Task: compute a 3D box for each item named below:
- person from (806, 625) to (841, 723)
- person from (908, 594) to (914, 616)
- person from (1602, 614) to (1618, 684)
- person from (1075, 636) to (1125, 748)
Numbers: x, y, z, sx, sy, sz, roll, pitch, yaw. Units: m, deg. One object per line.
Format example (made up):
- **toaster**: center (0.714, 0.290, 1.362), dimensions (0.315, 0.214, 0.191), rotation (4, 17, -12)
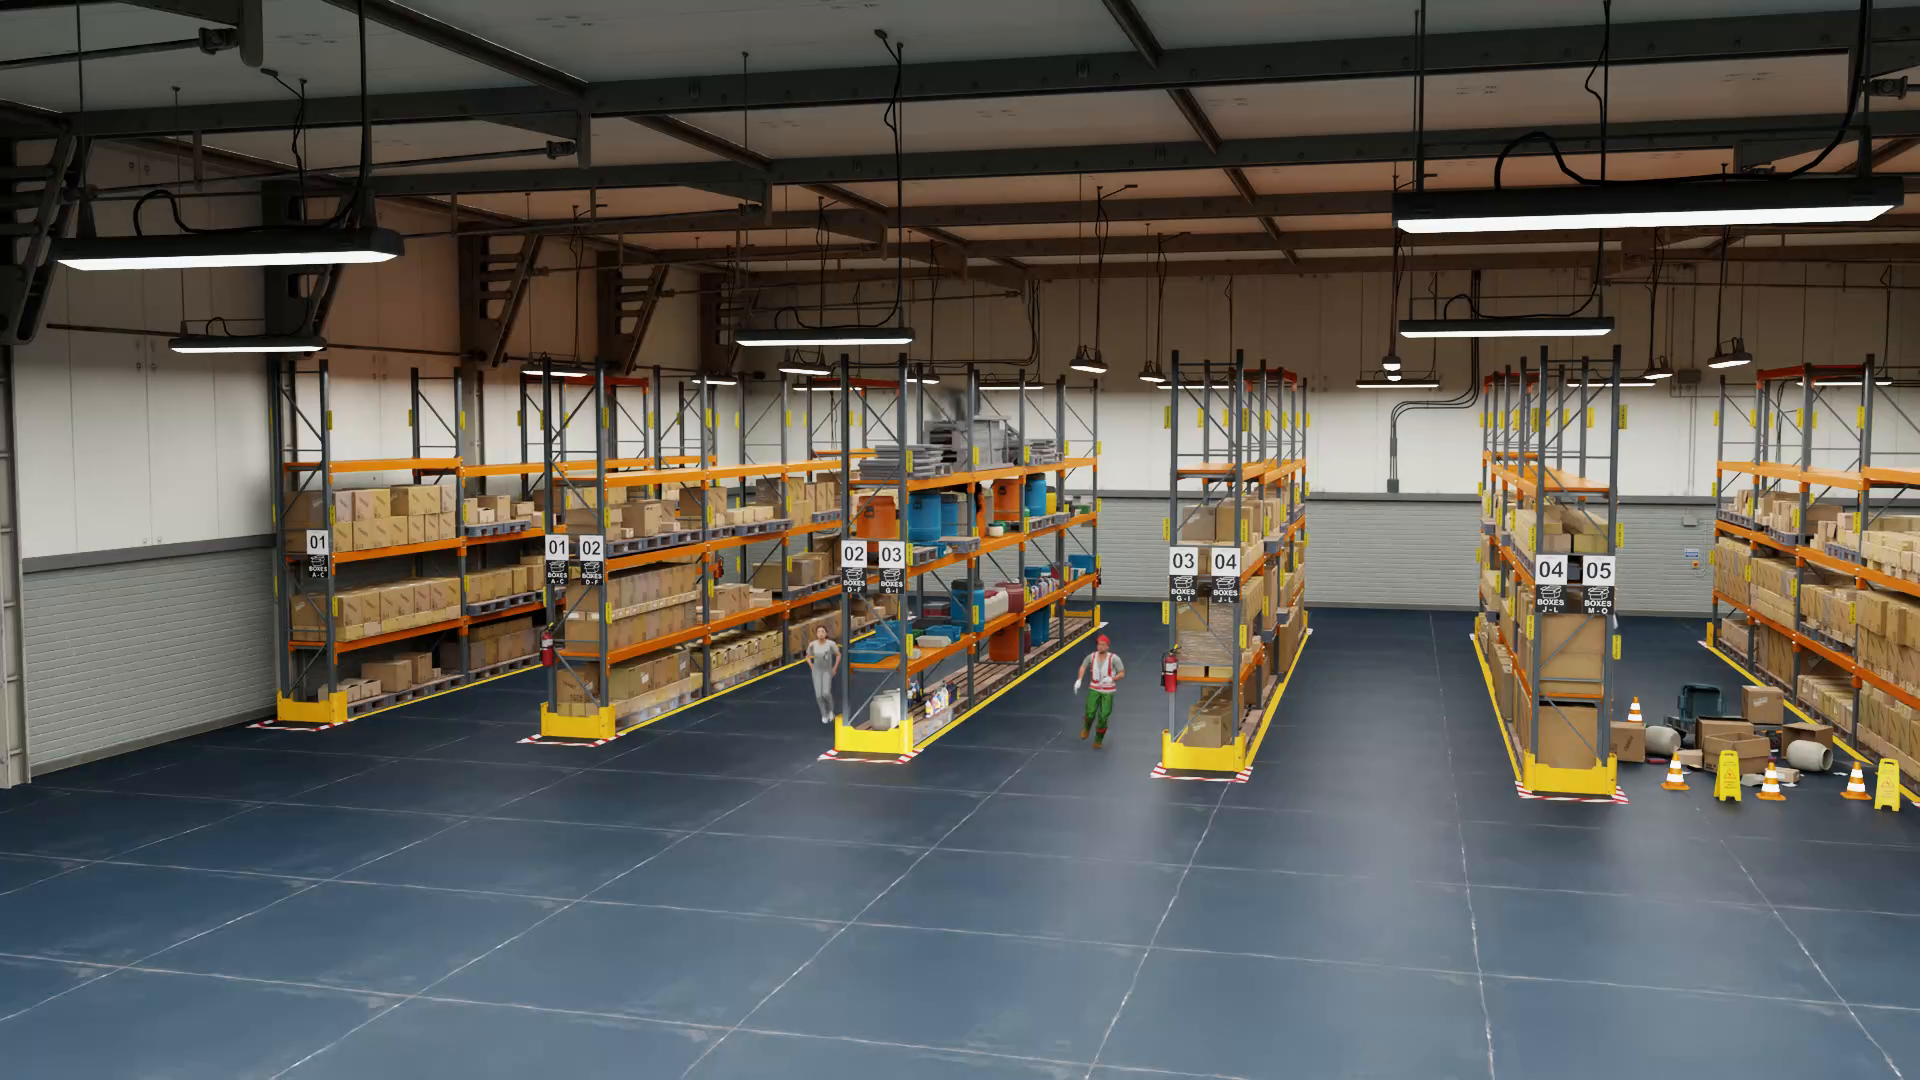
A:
- **person**: center (-2.273, 2.212, 27.383), dimensions (0.564, 1.630, 0.546), rotation (1, 4, 7)
- **person**: center (-1.550, 1.134, 42.856), dimensions (0.814, 1.610, 0.567), rotation (2, 4, 22)
- **person**: center (12.087, 1.900, 31.328), dimensions (0.598, 1.743, 0.779), rotation (1, 4, 12)
- **person**: center (2.133, 2.322, 25.415), dimensions (0.785, 1.737, 0.572), rotation (1, 4, 8)
